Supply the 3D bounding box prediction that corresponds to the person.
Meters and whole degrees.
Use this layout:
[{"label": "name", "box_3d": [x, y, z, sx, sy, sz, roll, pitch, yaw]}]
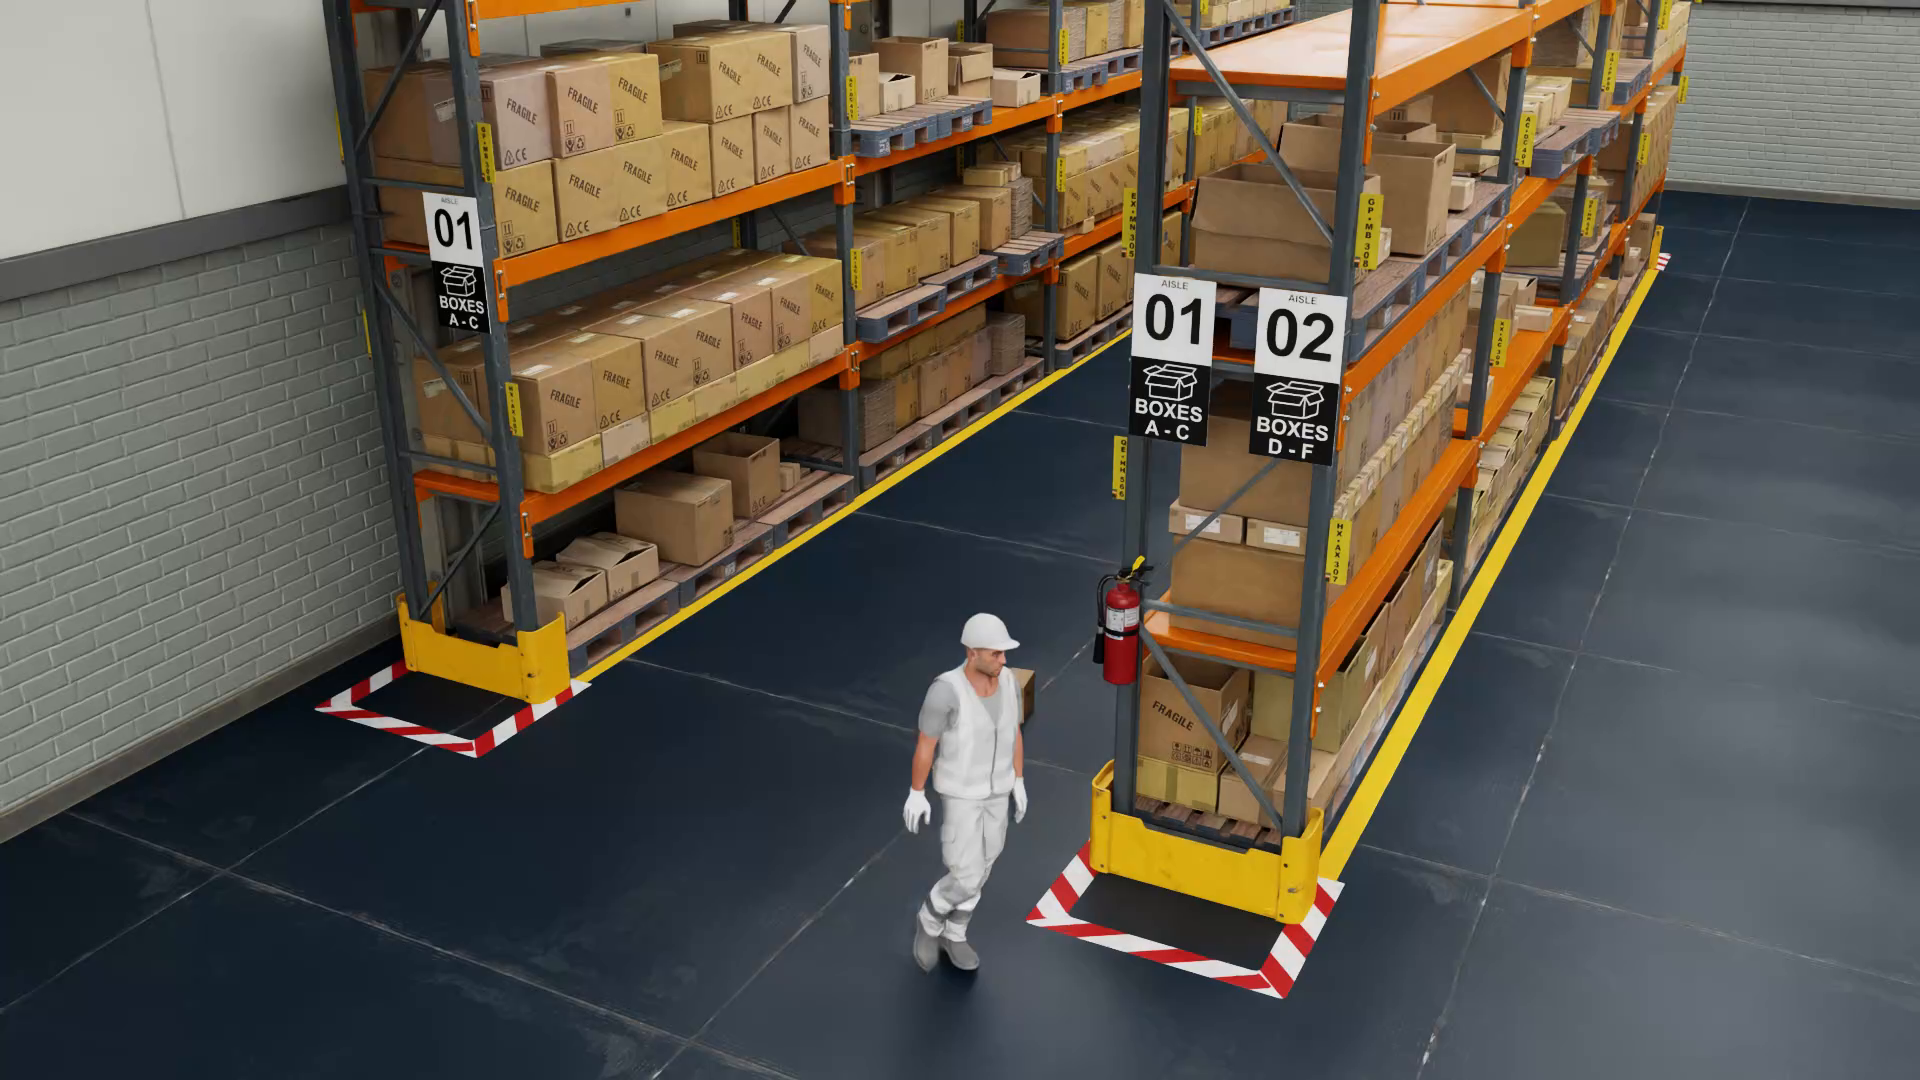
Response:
[{"label": "person", "box_3d": [0.075, 1.203, 7.770, 0.635, 1.775, 0.438, -15, 27, -31]}]
